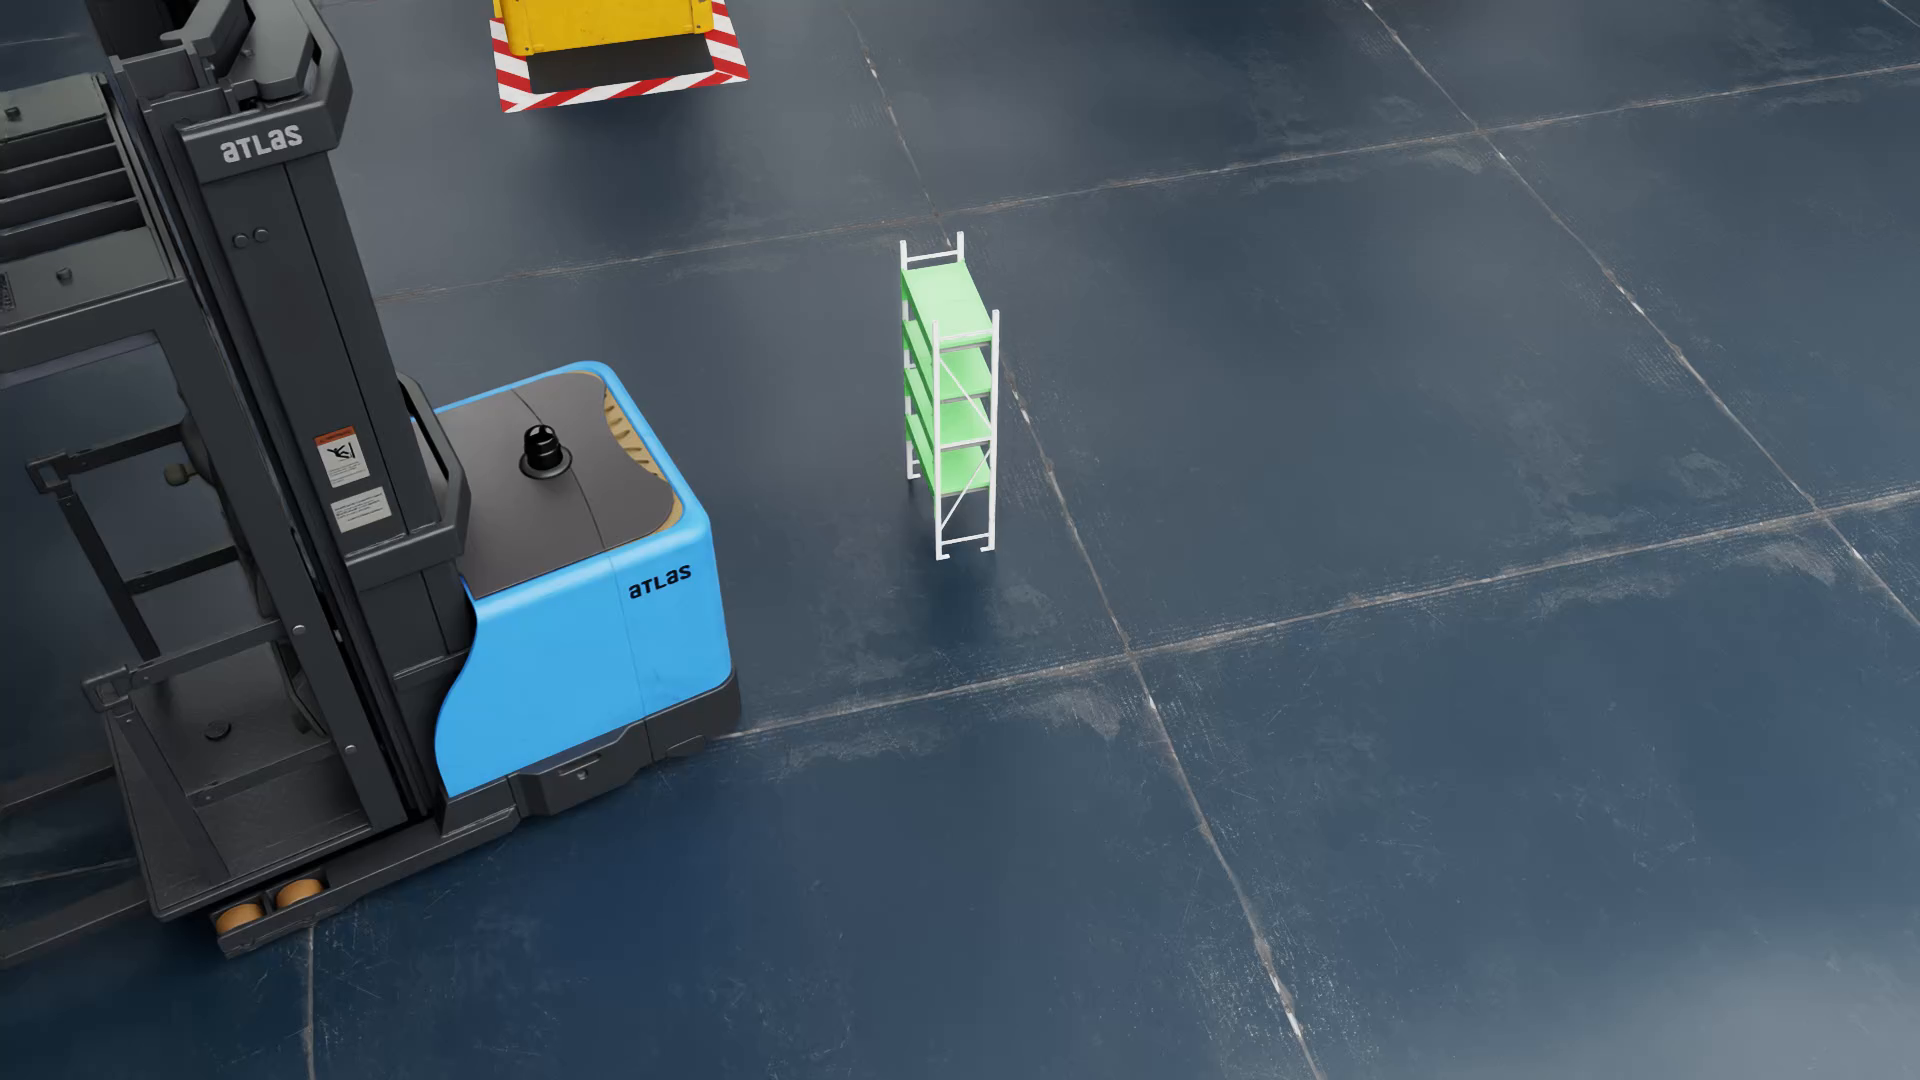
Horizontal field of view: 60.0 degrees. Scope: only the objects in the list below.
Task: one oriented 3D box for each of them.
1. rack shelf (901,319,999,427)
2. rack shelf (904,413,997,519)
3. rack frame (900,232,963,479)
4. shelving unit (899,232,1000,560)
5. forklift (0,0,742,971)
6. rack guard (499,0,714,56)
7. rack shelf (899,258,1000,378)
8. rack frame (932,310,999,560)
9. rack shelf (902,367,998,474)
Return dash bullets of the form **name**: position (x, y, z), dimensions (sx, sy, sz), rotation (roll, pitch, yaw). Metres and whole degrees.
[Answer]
- **rack shelf**: position (-0.042, -0.658, 6.308), dimensions (0.258, 0.148, 0.480), rotation (-11, 47, -10)
- **rack shelf**: position (-0.042, -0.322, 6.651), dimensions (0.258, 0.148, 0.480), rotation (-11, 47, -10)
- **rack frame**: position (-0.105, -0.703, 6.599), dimensions (0.240, 1.200, 0.015), rotation (-11, 47, -10)
- **shelving unit**: position (-0.042, -0.534, 6.433), dimensions (0.258, 1.200, 0.503), rotation (-11, 47, -10)
- **forklift**: position (-2.329, -0.115, 4.811), dimensions (3.031, 2.935, 1.130), rotation (-22, 50, -20)
- **rack guard**: position (-2.025, -3.138, 9.475), dimensions (1.175, 0.500, 0.348), rotation (-11, 47, -10)
- **rack shelf**: position (-0.042, -0.825, 6.136), dimensions (0.258, 0.148, 0.480), rotation (-11, 47, -10)
- **rack frame**: position (0.020, -0.366, 6.268), dimensions (0.240, 1.200, 0.015), rotation (-11, 47, -10)
- **rack shelf**: position (-0.042, -0.490, 6.479), dimensions (0.258, 0.148, 0.480), rotation (-11, 47, -10)
